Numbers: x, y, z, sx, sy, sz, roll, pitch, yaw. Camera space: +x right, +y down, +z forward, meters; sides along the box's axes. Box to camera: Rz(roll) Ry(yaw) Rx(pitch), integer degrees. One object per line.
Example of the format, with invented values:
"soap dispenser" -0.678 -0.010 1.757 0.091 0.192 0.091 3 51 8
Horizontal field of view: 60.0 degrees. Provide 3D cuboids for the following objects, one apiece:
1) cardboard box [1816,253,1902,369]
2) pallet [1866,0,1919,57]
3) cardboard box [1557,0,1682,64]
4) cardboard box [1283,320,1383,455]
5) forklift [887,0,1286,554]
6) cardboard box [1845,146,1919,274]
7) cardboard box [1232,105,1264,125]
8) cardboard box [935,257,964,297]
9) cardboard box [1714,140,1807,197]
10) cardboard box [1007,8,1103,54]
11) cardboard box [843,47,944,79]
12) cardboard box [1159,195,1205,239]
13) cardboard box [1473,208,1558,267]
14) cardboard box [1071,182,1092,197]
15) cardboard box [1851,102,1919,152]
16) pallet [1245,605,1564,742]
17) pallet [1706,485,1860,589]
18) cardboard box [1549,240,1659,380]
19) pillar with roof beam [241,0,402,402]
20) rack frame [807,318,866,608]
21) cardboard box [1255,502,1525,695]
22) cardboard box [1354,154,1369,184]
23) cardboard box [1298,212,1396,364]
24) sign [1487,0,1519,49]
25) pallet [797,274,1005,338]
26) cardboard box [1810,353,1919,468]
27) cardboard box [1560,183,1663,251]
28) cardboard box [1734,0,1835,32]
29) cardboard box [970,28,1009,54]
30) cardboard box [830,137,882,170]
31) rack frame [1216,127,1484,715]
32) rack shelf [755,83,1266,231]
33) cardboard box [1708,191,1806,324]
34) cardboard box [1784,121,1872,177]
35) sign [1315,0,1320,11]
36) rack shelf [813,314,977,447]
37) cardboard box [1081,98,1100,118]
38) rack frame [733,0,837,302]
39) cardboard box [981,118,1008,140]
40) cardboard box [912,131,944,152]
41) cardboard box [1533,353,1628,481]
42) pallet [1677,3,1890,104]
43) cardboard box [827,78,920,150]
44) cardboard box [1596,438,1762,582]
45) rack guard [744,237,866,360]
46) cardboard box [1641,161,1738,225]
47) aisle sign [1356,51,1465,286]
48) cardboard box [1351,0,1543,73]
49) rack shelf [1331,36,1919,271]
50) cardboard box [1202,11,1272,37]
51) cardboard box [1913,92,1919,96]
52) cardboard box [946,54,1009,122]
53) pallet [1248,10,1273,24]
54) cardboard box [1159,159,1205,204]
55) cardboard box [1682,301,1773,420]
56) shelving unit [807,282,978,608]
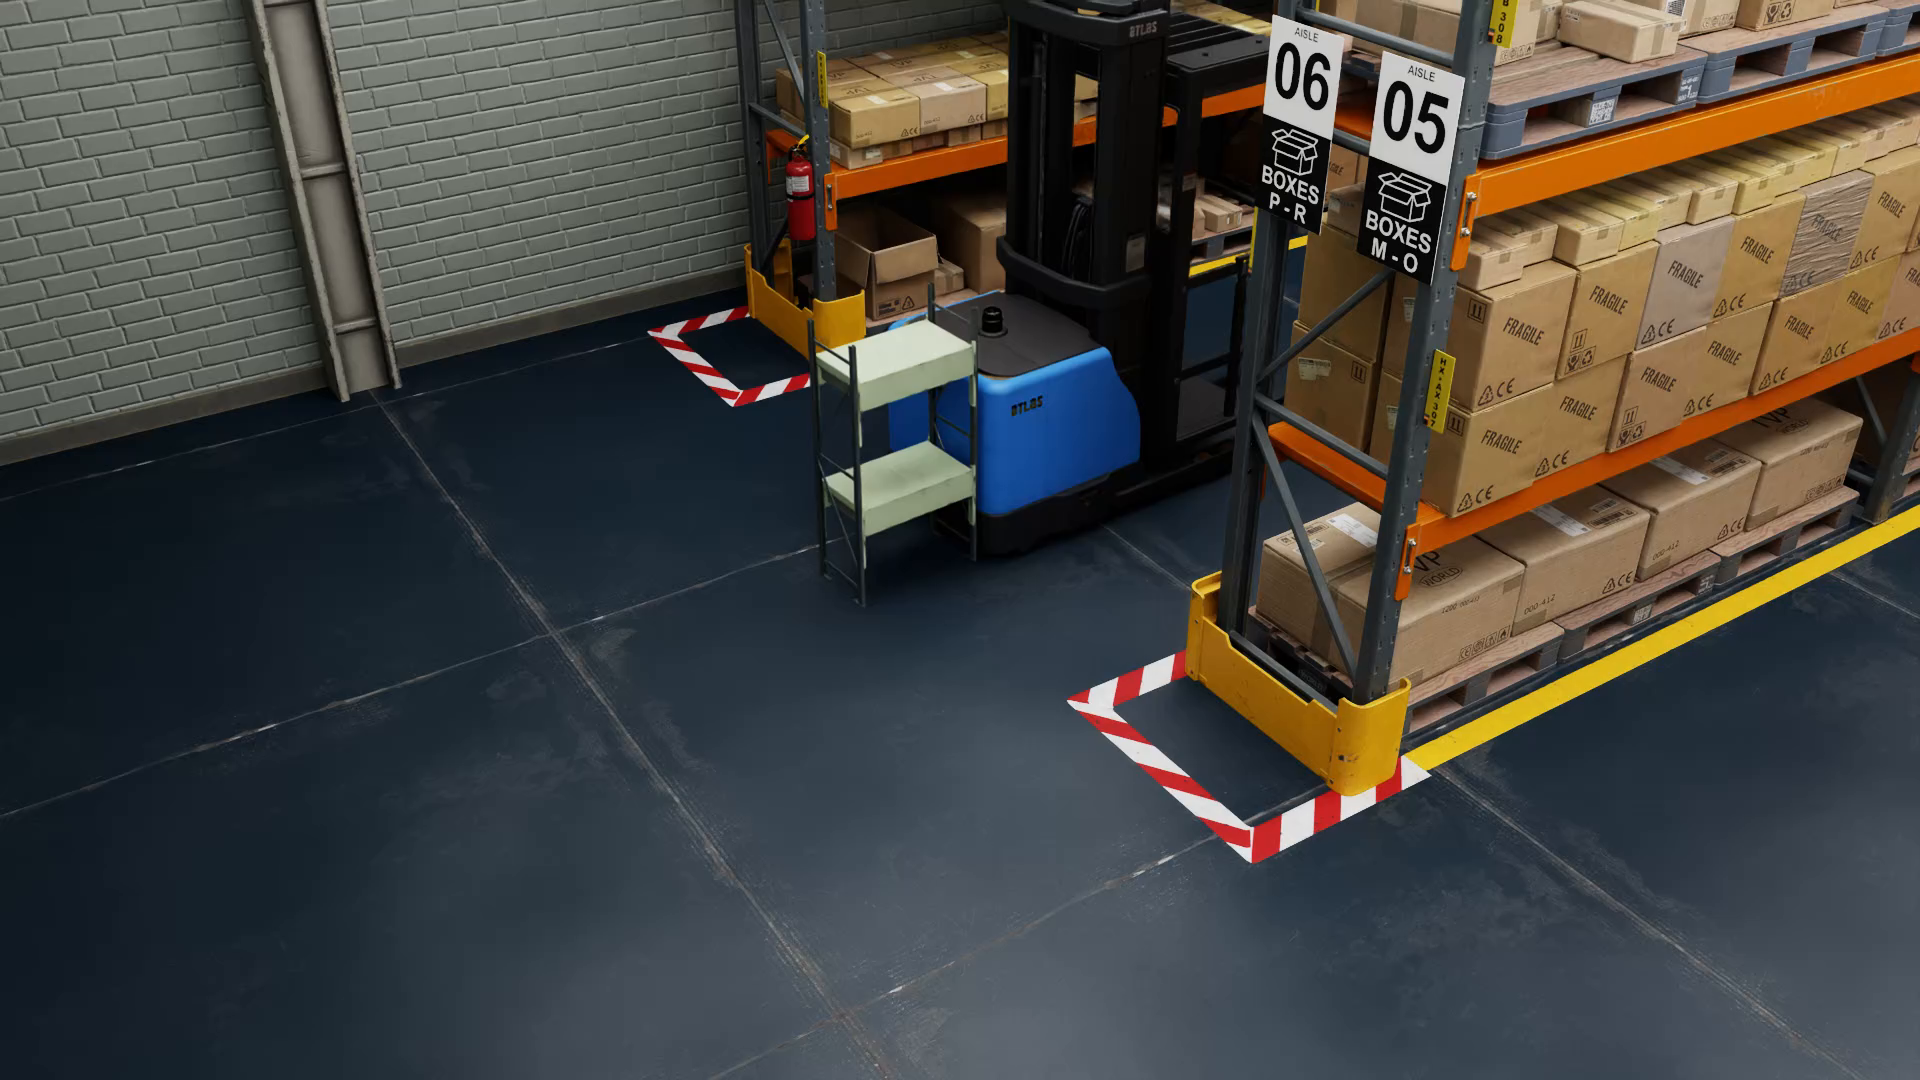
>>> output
"cardboard box" 4.248 -1.226 8.288 0.500 0.500 0.500 -20 37 -28
"pallet" 4.236 -2.583 7.805 1.213 0.211 1.003 -19 37 -27
"cardboard box" 2.606 -2.021 6.579 0.250 0.149 0.380 -18 36 -26
"cardboard box" 1.829 -0.728 7.498 0.500 0.500 0.500 -19 37 -27
"forklift" 1.063 -1.789 9.339 3.031 2.935 1.130 -22 38 -31
"cardboard box" 4.251 -1.645 8.016 0.500 0.500 0.500 -20 37 -28
"cardboard box" 2.390 -3.439 13.231 0.250 0.149 0.380 -21 38 -29
"cardboard box" -0.182 -1.863 11.671 0.250 0.149 0.380 -21 38 -29
"cardboard box" 3.536 -1.672 7.451 0.250 0.149 0.380 -19 37 -27
"cardboard box" 0.663 -3.476 11.107 0.500 0.500 0.500 -18 36 -26
"cardboard box" -0.448 -3.115 11.238 0.500 0.250 0.500 -19 37 -27
"cardboard box" 1.627 -2.434 12.465 0.258 0.266 0.396 -18 36 -26
"cardboard box" 2.197 -1.253 6.786 0.250 0.149 0.380 -18 36 -26
"cardboard box" 0.678 -2.244 11.946 0.500 0.500 0.500 -18 37 -26
"cardboard box" 4.347 -1.996 7.964 0.250 0.149 0.380 -19 37 -27
"pallet" 2.197 0.486 8.282 1.213 0.211 1.003 -19 37 -27
"pallet" 4.248 -0.219 9.400 1.213 0.211 1.003 -19 37 -27
"cardboard box" 2.555 -1.056 7.081 0.500 0.500 0.500 -20 37 -29
"pillar with roof beam" -1.547 -2.884 5.387 0.400 9.000 9.100 -19 37 -27
"rack frame" -0.622 -0.366 8.425 0.023 1.500 0.400 -22 38 -31
"cardboard box" 2.068 0.243 8.061 0.875 0.438 0.875 -20 38 -29
"cardboard box" 3.207 -3.126 13.343 0.500 0.500 0.500 -19 37 -28
"cardboard box" 1.843 -1.138 7.212 0.500 0.500 0.500 -18 36 -26
"sign" 1.863 -1.848 5.664 0.005 0.325 0.100 -19 37 -27
"pallet" -0.392 -1.725 11.787 1.213 0.211 1.003 -19 37 -27
"cardboard box" 5.407 -1.077 9.744 0.875 0.875 0.875 -18 36 -26
"cardboard box" 2.689 -1.361 6.957 0.250 0.149 0.380 -20 37 -29
"cardboard box" 3.343 -2.474 6.967 0.500 0.500 0.500 -18 37 -26
"cardboard box" 0.410 -3.407 11.701 0.500 0.250 0.500 -19 37 -27
"cardboard box" -0.700 -2.518 10.665 0.250 0.149 0.380 -19 37 -28
"rack frame" 1.567 -0.427 7.116 0.127 3.000 1.000 -19 37 -27
"rack shelf" 0.556 -2.926 11.751 4.000 0.370 1.077 -19 37 -27
"cardboard box" 3.403 -1.353 7.552 0.500 0.500 0.500 -19 37 -27
"cardboard box" 3.953 -1.826 7.695 0.250 0.149 0.380 -19 37 -28
"sign" 2.537 -3.933 11.862 0.005 0.325 0.100 -19 37 -27
"rack shelf" -0.330 -0.814 8.404 0.720 0.370 0.431 -22 38 -31
"cardboard box" 0.799 -3.058 11.522 0.250 0.149 0.380 -19 37 -27
"rack frame" -1.125 -2.652 10.643 0.127 3.000 1.000 -19 37 -27
"cardboard box" 0.156 -2.828 11.158 0.250 0.149 0.380 -18 37 -27
"cardboard box" -0.310 -2.703 10.960 0.250 0.149 0.380 -19 37 -28
"cardboard box" 2.536 -0.638 7.356 0.500 0.500 0.500 -20 37 -28
"pallet" 3.211 -2.232 7.249 1.213 0.211 1.003 -19 37 -27
"cardboard box" -0.598 -2.725 10.620 0.500 0.250 0.500 -19 37 -27
"cardboard box" 3.591 -0.285 8.898 0.875 0.438 0.875 -20 37 -29
"rack guard" -1.062 -1.617 11.344 0.348 0.500 1.175 -19 37 -27
"cardboard box" 3.114 -1.514 7.199 0.250 0.149 0.380 -19 37 -27
"aisle sign" 1.664 -1.376 6.183 0.004 0.787 0.394 -19 37 -27
"cardboard box" 1.897 -2.023 6.487 0.500 0.250 0.500 -23 39 -31
"rack shelf" 3.248 -1.970 7.424 4.000 0.370 1.077 -19 37 -27
"cardboard box" 1.941 -3.614 12.029 0.500 0.250 0.500 -18 36 -26
"cardboard box" 4.843 -2.091 8.115 0.250 0.149 0.380 -20 37 -28
"cardboard box" 0.250 -3.019 11.085 0.500 0.250 0.500 -20 37 -28
"pallet" 2.967 -3.909 12.815 1.213 0.211 1.003 -19 37 -27
"cardboard box" 1.553 -2.764 12.946 0.500 0.311 0.500 -18 36 -26
"cardboard box" 3.385 -0.929 7.818 0.500 0.500 0.500 -18 36 -26
"shelving unit" -0.330 -0.484 8.612 0.755 1.500 0.431 -22 38 -31
